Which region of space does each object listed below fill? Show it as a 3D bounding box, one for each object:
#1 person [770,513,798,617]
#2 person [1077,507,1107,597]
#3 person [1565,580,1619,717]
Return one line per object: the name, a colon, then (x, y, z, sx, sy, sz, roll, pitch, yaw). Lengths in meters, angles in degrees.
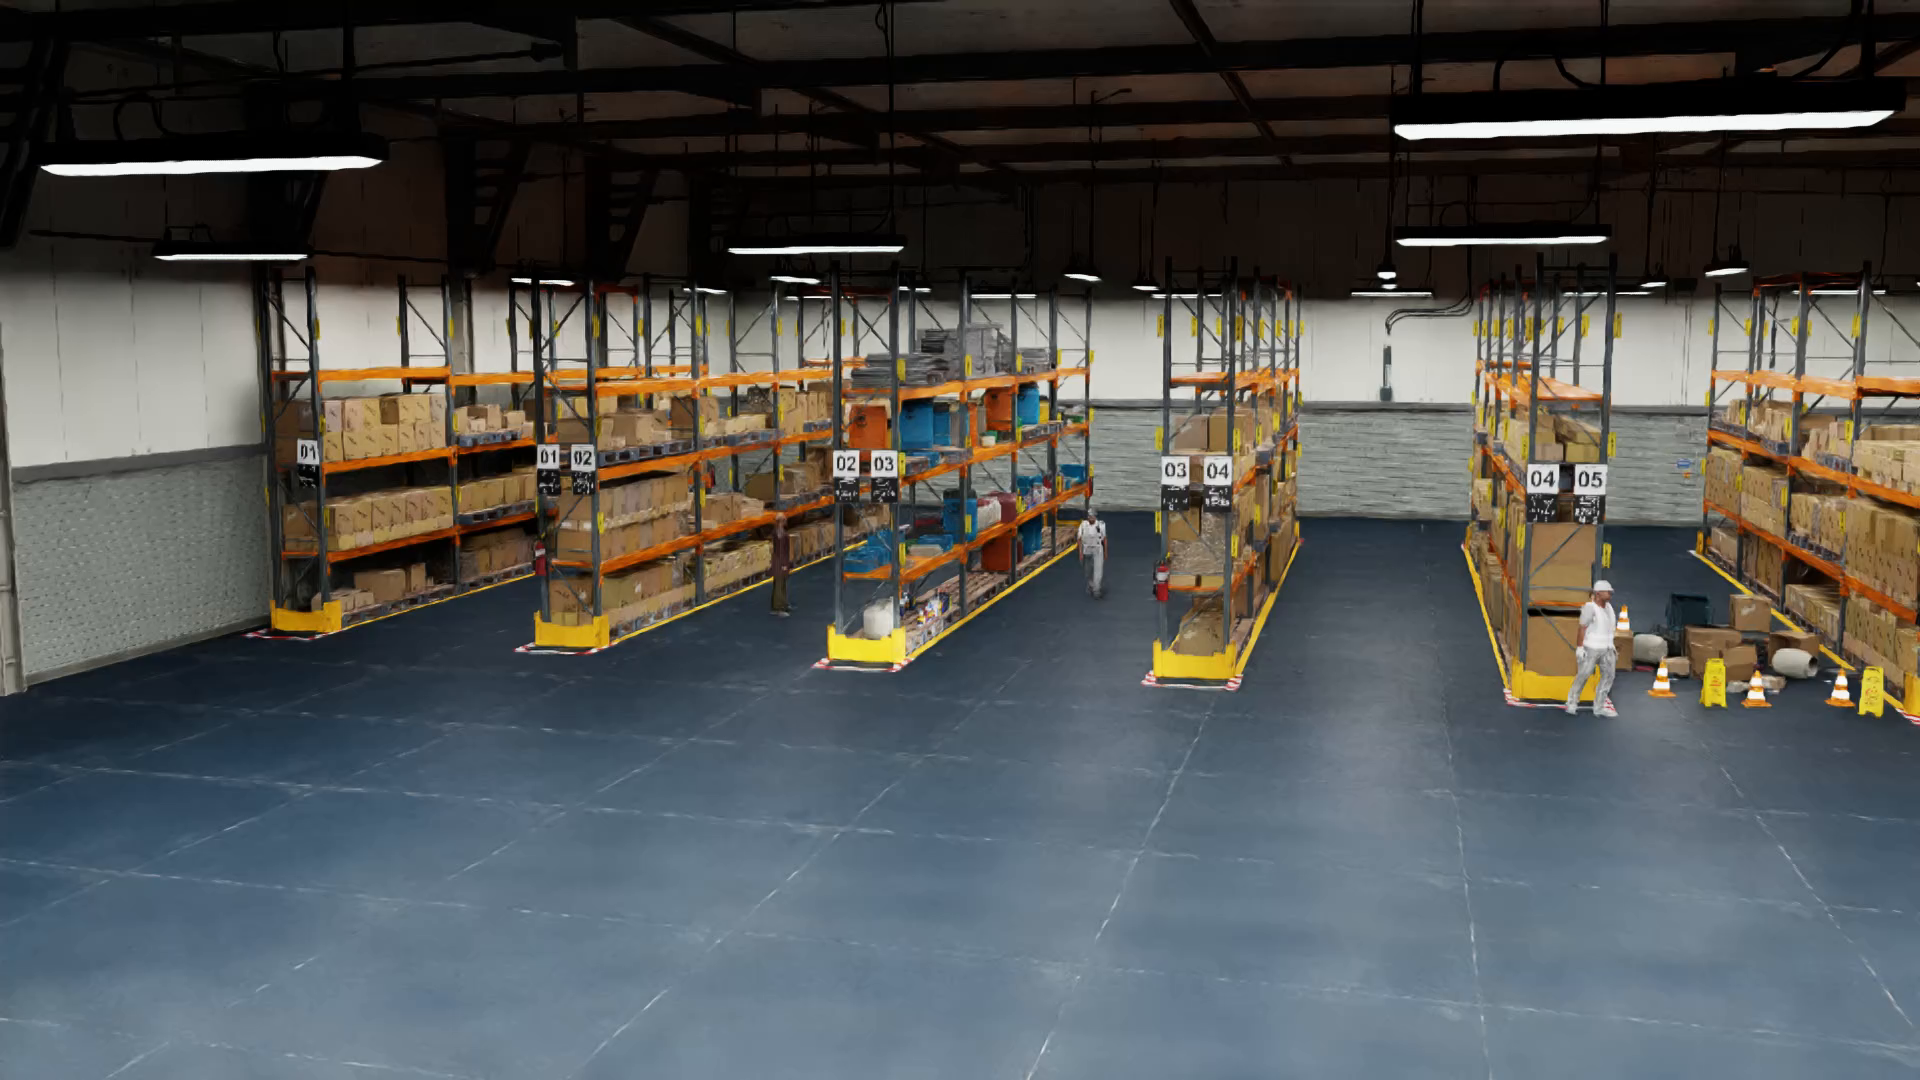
person: (-3.087, 0.413, 29.106, 0.520, 1.788, 0.656, -2, 7, -13)
person: (2.463, 0.203, 31.141, 0.547, 1.672, 1.115, 2, 7, 13)
person: (8.209, 1.404, 21.572, 0.645, 1.775, 0.498, -4, 8, -29)
